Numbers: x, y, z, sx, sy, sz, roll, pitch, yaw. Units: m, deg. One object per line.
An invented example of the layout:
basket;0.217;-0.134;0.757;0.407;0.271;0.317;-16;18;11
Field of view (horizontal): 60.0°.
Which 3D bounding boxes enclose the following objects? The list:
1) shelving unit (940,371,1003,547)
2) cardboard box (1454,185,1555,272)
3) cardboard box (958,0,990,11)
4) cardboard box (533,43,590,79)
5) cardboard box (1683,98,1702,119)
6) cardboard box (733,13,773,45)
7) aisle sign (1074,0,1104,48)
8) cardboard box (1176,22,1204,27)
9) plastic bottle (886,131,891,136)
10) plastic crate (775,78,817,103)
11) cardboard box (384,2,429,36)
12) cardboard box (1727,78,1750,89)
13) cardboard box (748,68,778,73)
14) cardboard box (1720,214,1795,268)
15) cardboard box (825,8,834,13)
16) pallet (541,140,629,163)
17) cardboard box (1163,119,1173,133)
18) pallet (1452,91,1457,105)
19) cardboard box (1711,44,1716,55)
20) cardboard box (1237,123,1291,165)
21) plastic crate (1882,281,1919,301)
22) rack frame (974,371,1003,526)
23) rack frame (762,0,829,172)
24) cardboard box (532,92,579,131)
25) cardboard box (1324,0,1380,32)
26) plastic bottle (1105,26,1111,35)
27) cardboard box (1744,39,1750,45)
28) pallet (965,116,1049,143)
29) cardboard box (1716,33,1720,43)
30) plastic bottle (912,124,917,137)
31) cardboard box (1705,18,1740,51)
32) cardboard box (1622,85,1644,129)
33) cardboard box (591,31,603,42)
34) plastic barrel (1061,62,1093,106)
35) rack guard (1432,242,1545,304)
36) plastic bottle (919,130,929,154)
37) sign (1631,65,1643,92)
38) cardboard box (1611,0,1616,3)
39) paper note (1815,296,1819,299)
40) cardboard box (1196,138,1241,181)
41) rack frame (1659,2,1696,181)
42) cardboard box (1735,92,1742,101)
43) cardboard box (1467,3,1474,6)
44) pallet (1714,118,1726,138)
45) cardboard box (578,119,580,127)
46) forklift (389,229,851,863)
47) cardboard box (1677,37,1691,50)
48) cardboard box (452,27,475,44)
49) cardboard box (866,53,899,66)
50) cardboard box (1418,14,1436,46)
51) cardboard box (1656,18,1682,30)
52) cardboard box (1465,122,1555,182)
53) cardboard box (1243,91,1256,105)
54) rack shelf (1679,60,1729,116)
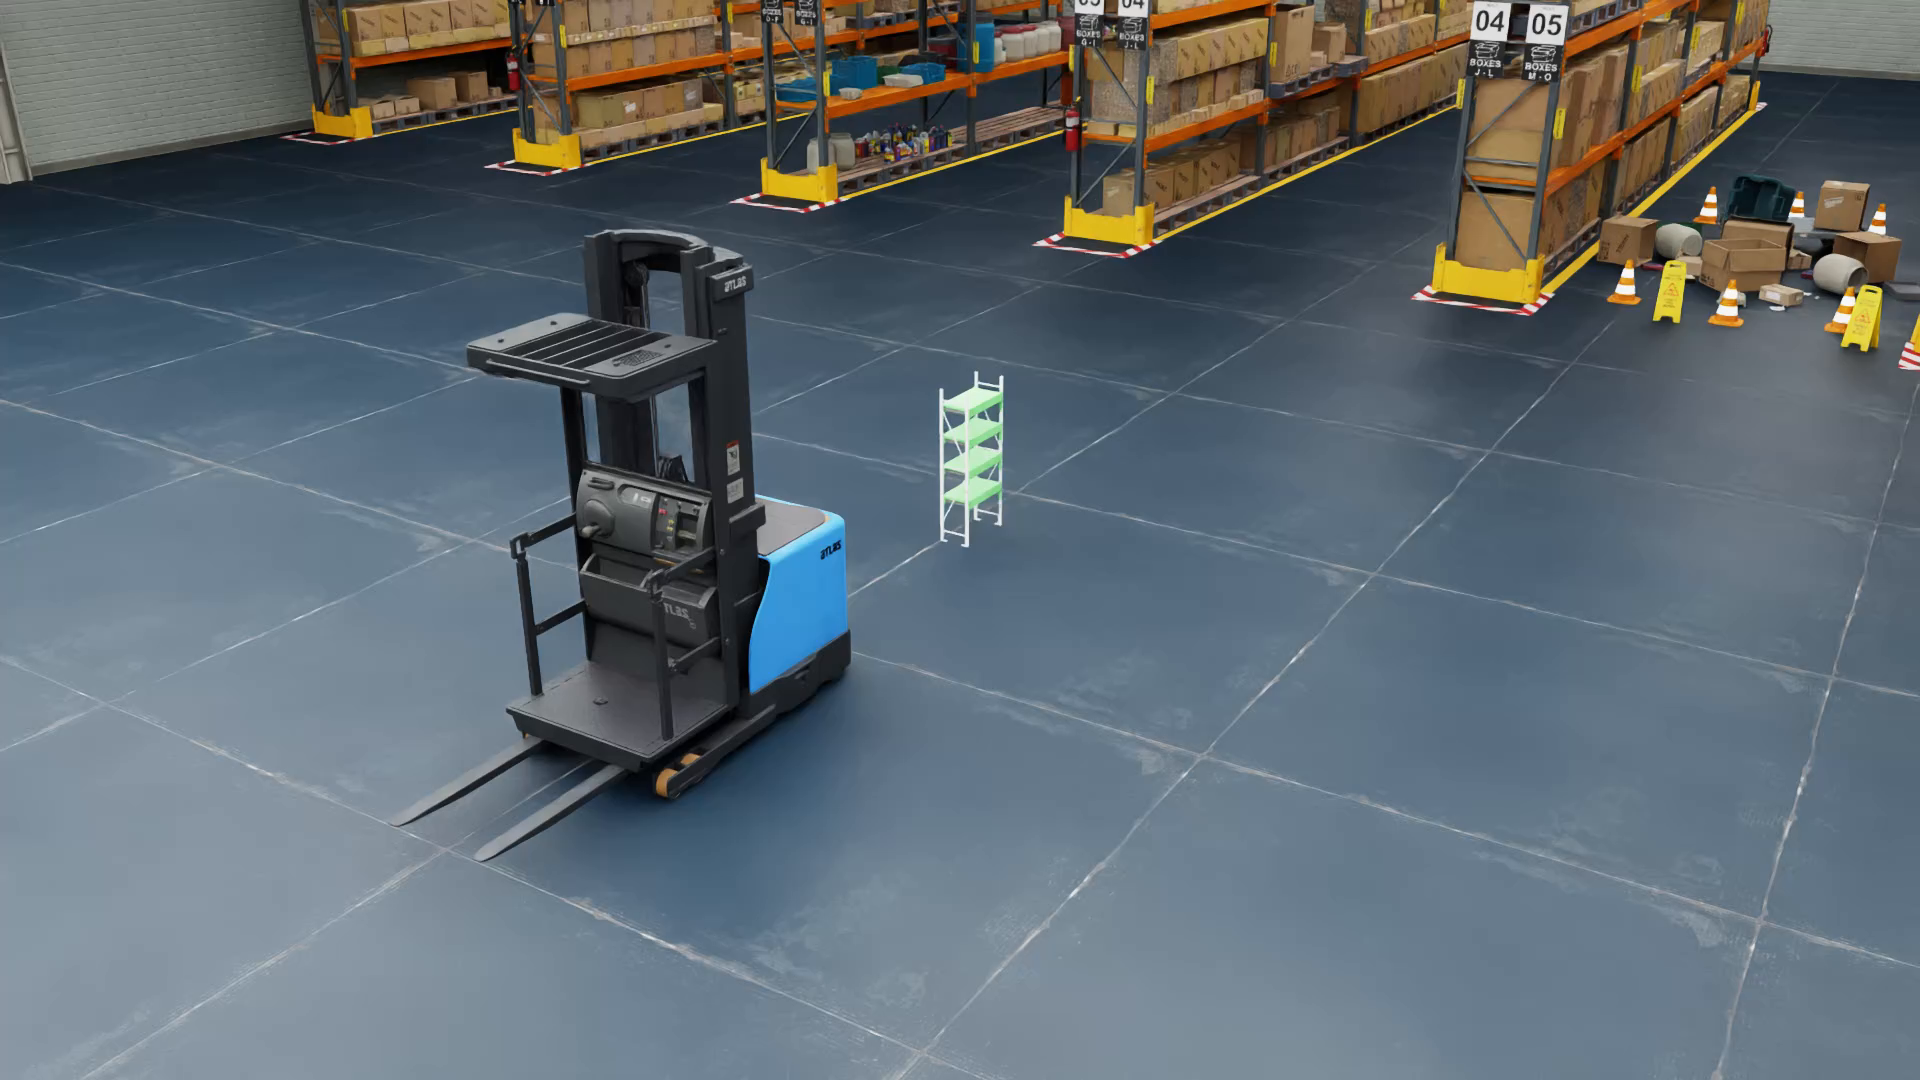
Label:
shelving unit;0.087;-0.606;12.476;0.258;1.200;0.503;14;27;29
cardboard box;6.350;-3.676;19.447;0.875;0.875;0.875;14;27;29
cardboard box;0.304;-11.577;35.427;0.500;0.500;0.500;15;27;30
cardboard box;-6.269;-7.567;26.164;0.700;0.500;0.500;14;27;29
cardboard box;11.377;-6.823;26.245;0.500;0.250;0.500;14;27;29
cardboard box;-3.719;-9.196;29.926;0.500;0.500;0.500;16;28;33
aisle sign;1.600;-6.524;20.608;0.394;0.787;0.004;14;27;29
cardboard box;3.018;-6.844;22.861;0.500;0.500;0.500;14;27;29
plastic bottle;-1.134;-6.320;26.290;0.097;0.271;0.097;0;23;0
plastic crate;-2.310;-6.490;23.990;0.499;0.251;0.616;14;27;29
cardboard box;-9.682;-9.124;29.105;0.500;0.500;0.500;13;27;27
cardboard box;14.214;-8.355;30.420;0.380;0.149;0.250;13;27;28
cardboard box;-3.643;-8.615;30.937;0.500;0.311;0.500;13;27;28
cardboard box;9.569;-3.570;20.027;0.797;0.637;0.503;14;27;29
cardboard box;-3.217;-12.632;39.791;0.380;0.149;0.250;14;27;30
pallet;-6.158;-6.354;26.996;1.003;0.211;1.213;14;27;29
cardboard box;2.534;-5.382;21.558;0.380;0.149;0.250;14;27;29
pallet;9.328;-8.713;32.447;1.003;0.211;1.213;14;27;29
cardboard box;12.067;-7.996;27.068;0.380;0.149;0.250;14;27;29
cardboard box;4.608;-6.054;25.386;0.700;0.500;0.500;14;27;29
plastic crate;10.892;-2.864;19.102;0.402;0.080;0.583;5;24;11
rack frame;0.216;-0.689;12.667;0.240;1.200;0.015;14;27;29
rack frame;-2.320;-6.327;23.425;1.000;3.000;0.127;14;27;29
cardboard box;-6.496;-6.885;26.702;0.500;0.500;0.500;14;27;29
cardboard box;6.507;-8.739;27.608;0.797;0.503;0.637;15;28;31
plastic bottle;2.647;-9.205;30.229;0.152;0.276;0.135;14;27;29
cardboard box;13.995;-8.994;29.901;0.380;0.149;0.250;13;26;27
pallet;0.814;-7.084;28.684;1.003;0.211;1.213;14;27;29
cardboard box;12.198;-8.215;27.199;0.380;0.149;0.250;14;27;29
plastic bottle;-0.750;-6.611;26.962;0.097;0.271;0.097;0;23;0
cardboard box;12.854;-8.562;28.089;0.500;0.500;0.500;13;27;28
cardboard box;8.664;-5.733;21.926;0.500;0.500;0.500;14;27;30
cardboard box;-5.866;-7.971;26.280;0.380;0.149;0.250;14;27;29
plastic barrel;2.144;-8.393;30.400;0.600;0.830;0.708;14;27;29
rack guard;6.036;-3.060;19.026;1.175;0.500;0.348;14;27;29
plastic bottle;-0.576;-6.212;25.940;0.144;0.351;0.185;14;27;29
sign;8.631;-5.883;21.211;0.100;0.325;0.005;14;27;29
cardboard box;7.434;-6.360;19.388;0.380;0.149;0.250;14;27;29
paper note;9.777;-2.766;18.963;0.032;0.001;0.123;14;27;29
cardboard box;3.753;-5.558;24.267;0.500;0.500;0.500;13;27;27
rack frame;10.268;-6.916;24.785;1.000;3.000;0.127;14;27;29
cardboard box;13.918;-8.046;30.080;0.380;0.149;0.250;14;27;30
cardboard box;10.030;-10.367;32.571;0.500;0.250;0.500;13;27;28
pallet;12.703;-7.220;28.998;1.003;0.211;1.213;14;27;29
cardboard box;-6.241;-6.711;27.246;0.500;0.250;0.500;14;27;29
forklift;-1.891;-0.114;9.159;1.130;2.935;3.031;14;27;29
cardboard box;10.949;-7.555;25.300;0.380;0.149;0.250;14;27;29
cardboard box;-9.141;-9.131;30.065;0.500;0.250;0.500;14;27;29
cardboard box;-1.552;-9.393;33.100;0.500;0.500;0.500;13;27;27
cardboard box;8.203;-9.170;29.867;0.500;0.500;0.500;14;27;29
cardboard box;11.780;-8.580;27.667;0.380;0.149;0.250;15;28;32
cardboard box;6.206;-4.419;18.829;0.875;0.550;0.550;14;27;29
cardboard box;3.994;-6.307;23.696;0.380;0.149;0.250;14;27;29
rack shelf;11.323;-7.261;26.487;1.077;0.370;4.000;14;27;29
